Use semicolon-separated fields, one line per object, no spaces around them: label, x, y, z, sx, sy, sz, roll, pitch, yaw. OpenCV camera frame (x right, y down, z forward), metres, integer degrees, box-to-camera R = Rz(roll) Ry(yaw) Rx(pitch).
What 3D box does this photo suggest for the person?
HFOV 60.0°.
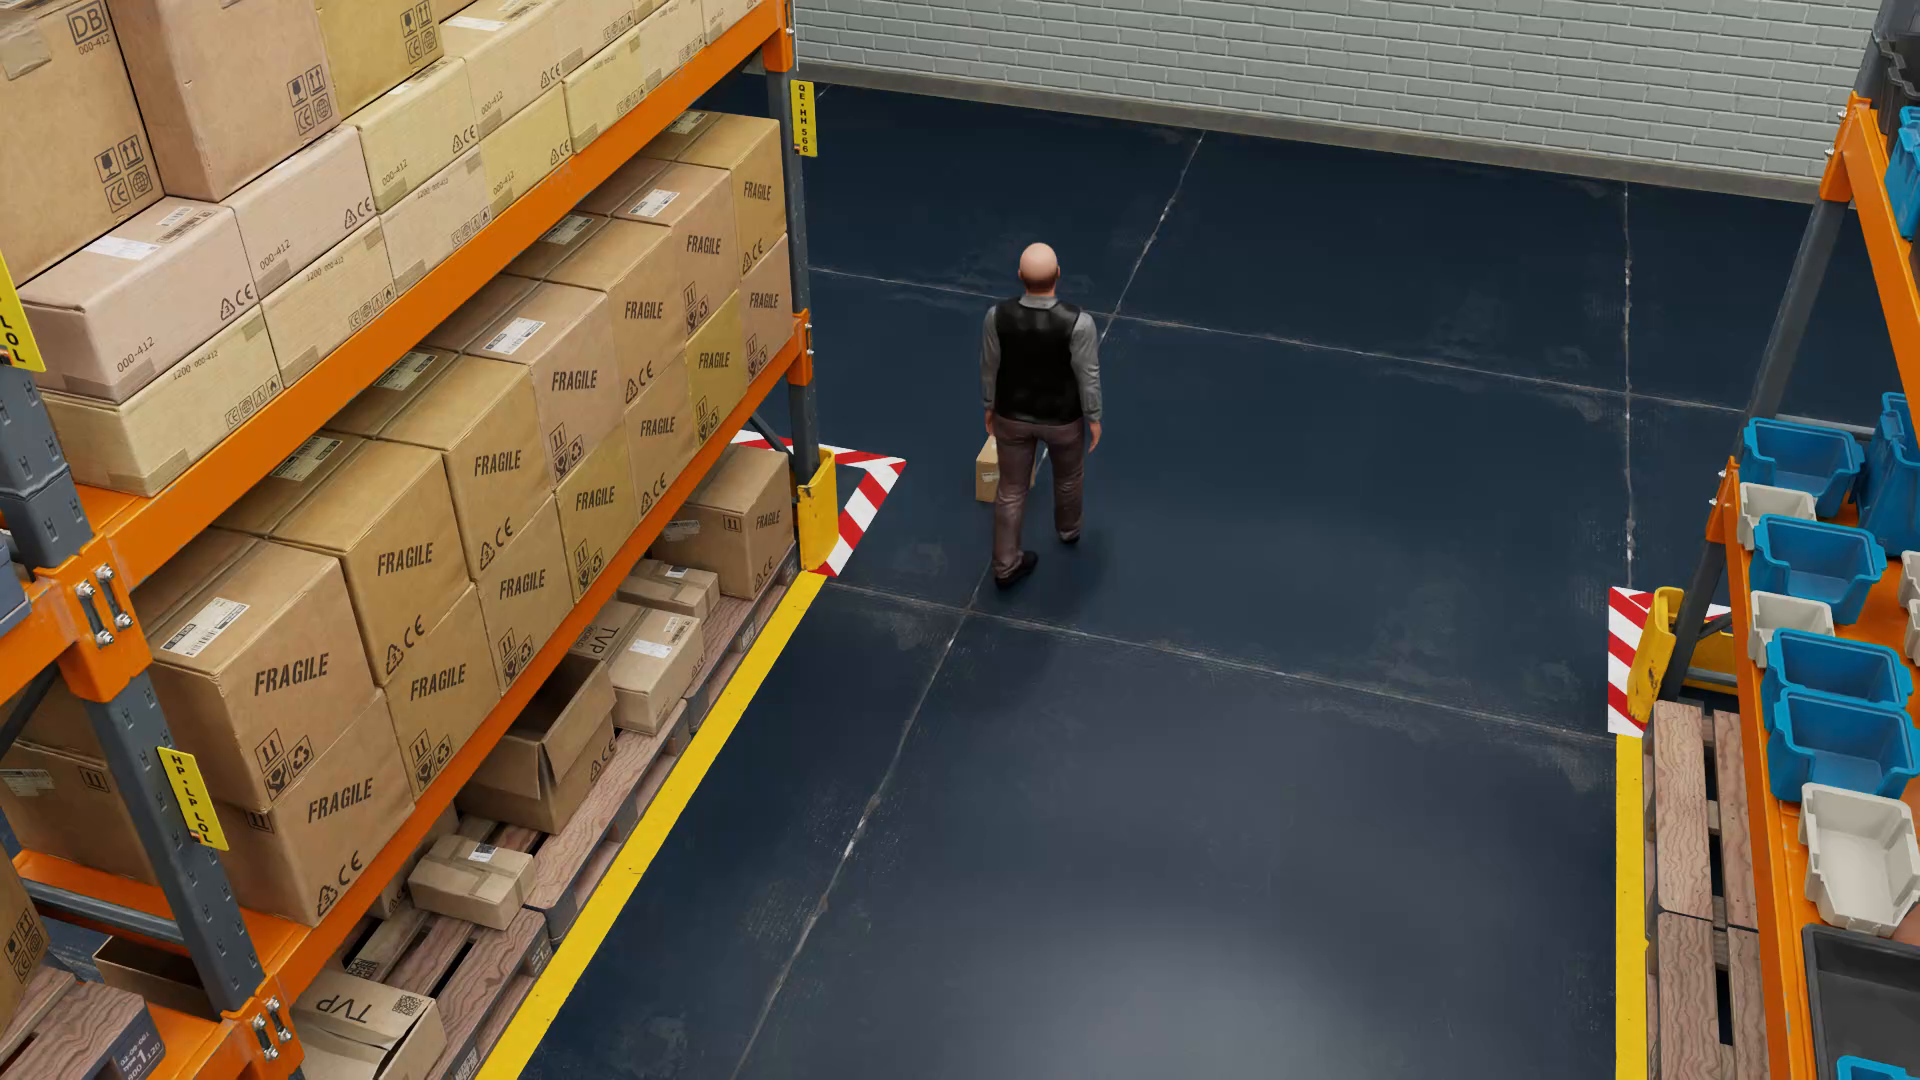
person;0.391;-0.627;7.751;0.576;1.713;0.742;7;37;10
